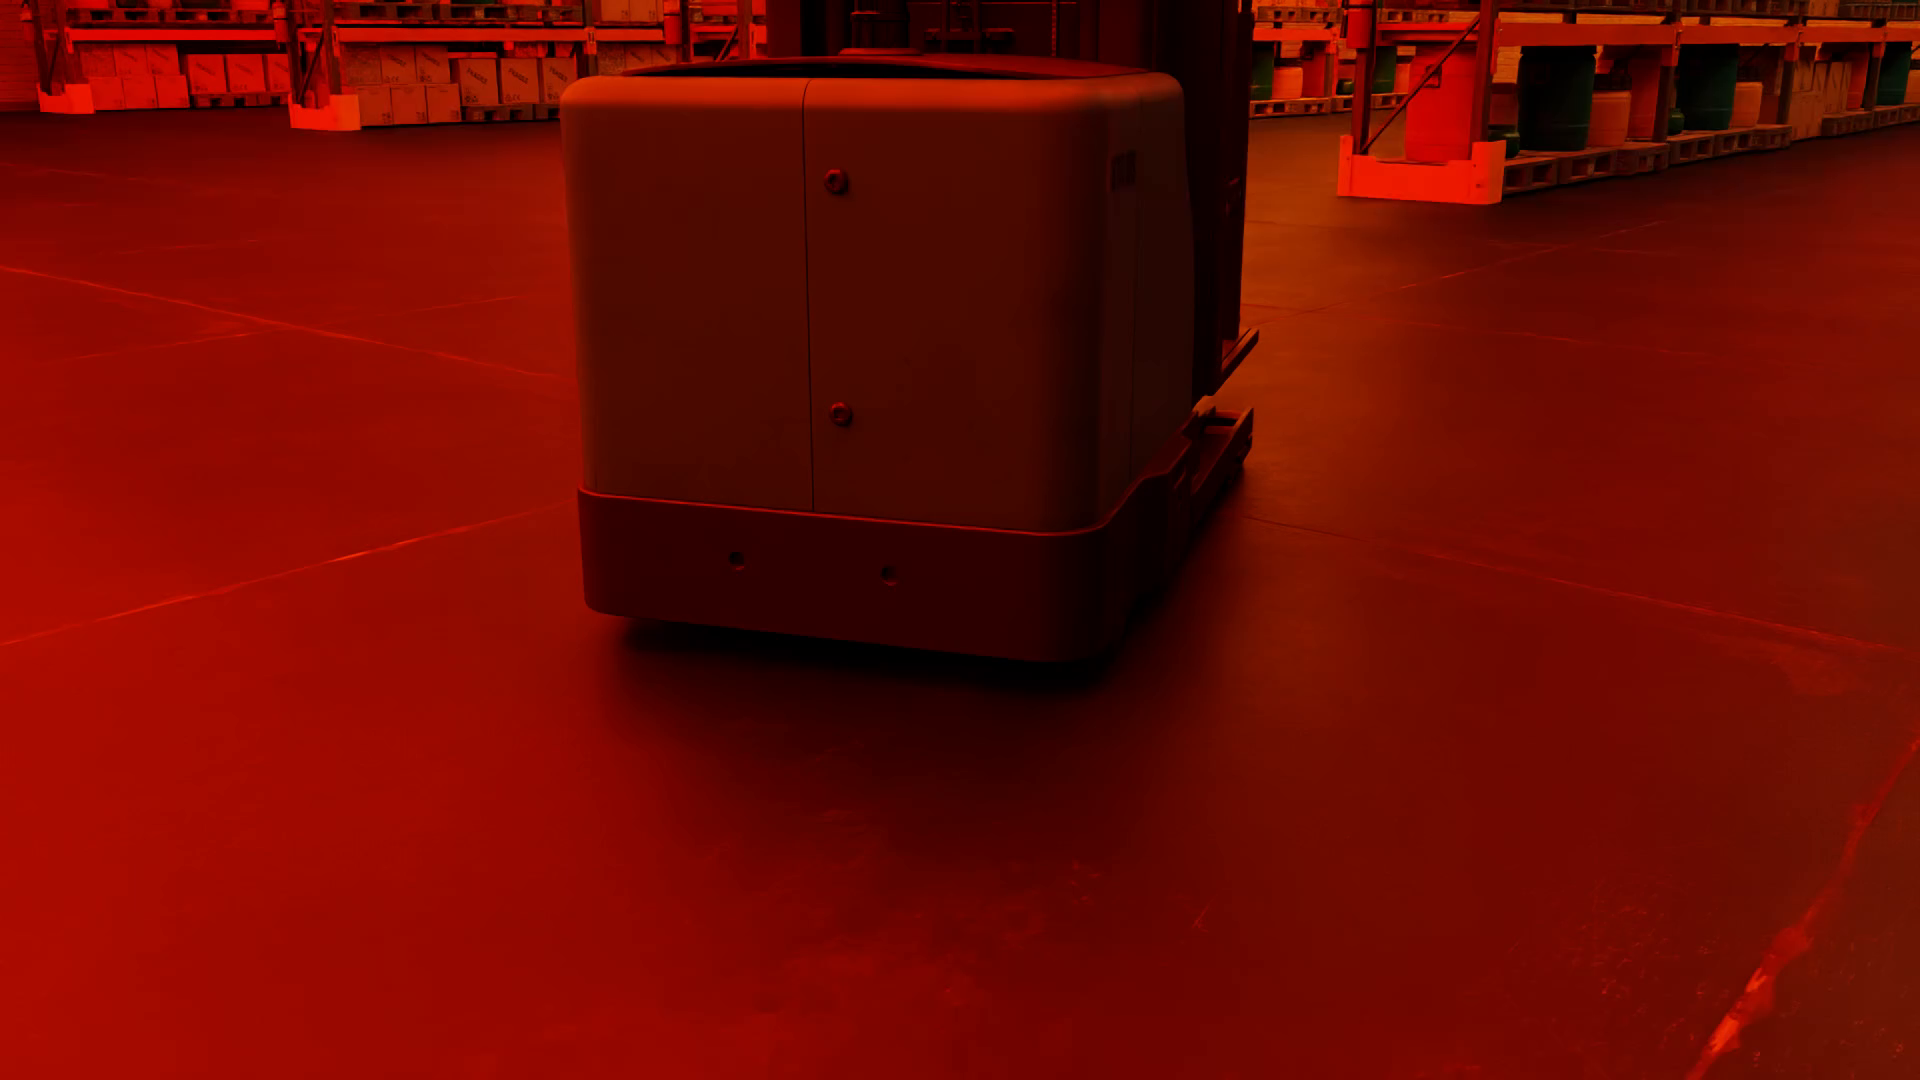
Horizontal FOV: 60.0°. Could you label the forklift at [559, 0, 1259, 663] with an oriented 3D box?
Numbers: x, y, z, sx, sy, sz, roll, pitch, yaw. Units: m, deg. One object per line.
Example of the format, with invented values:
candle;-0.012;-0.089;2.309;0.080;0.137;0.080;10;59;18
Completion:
forklift;0.182;-1.571;4.072;1.130;2.935;3.031;5;18;17
